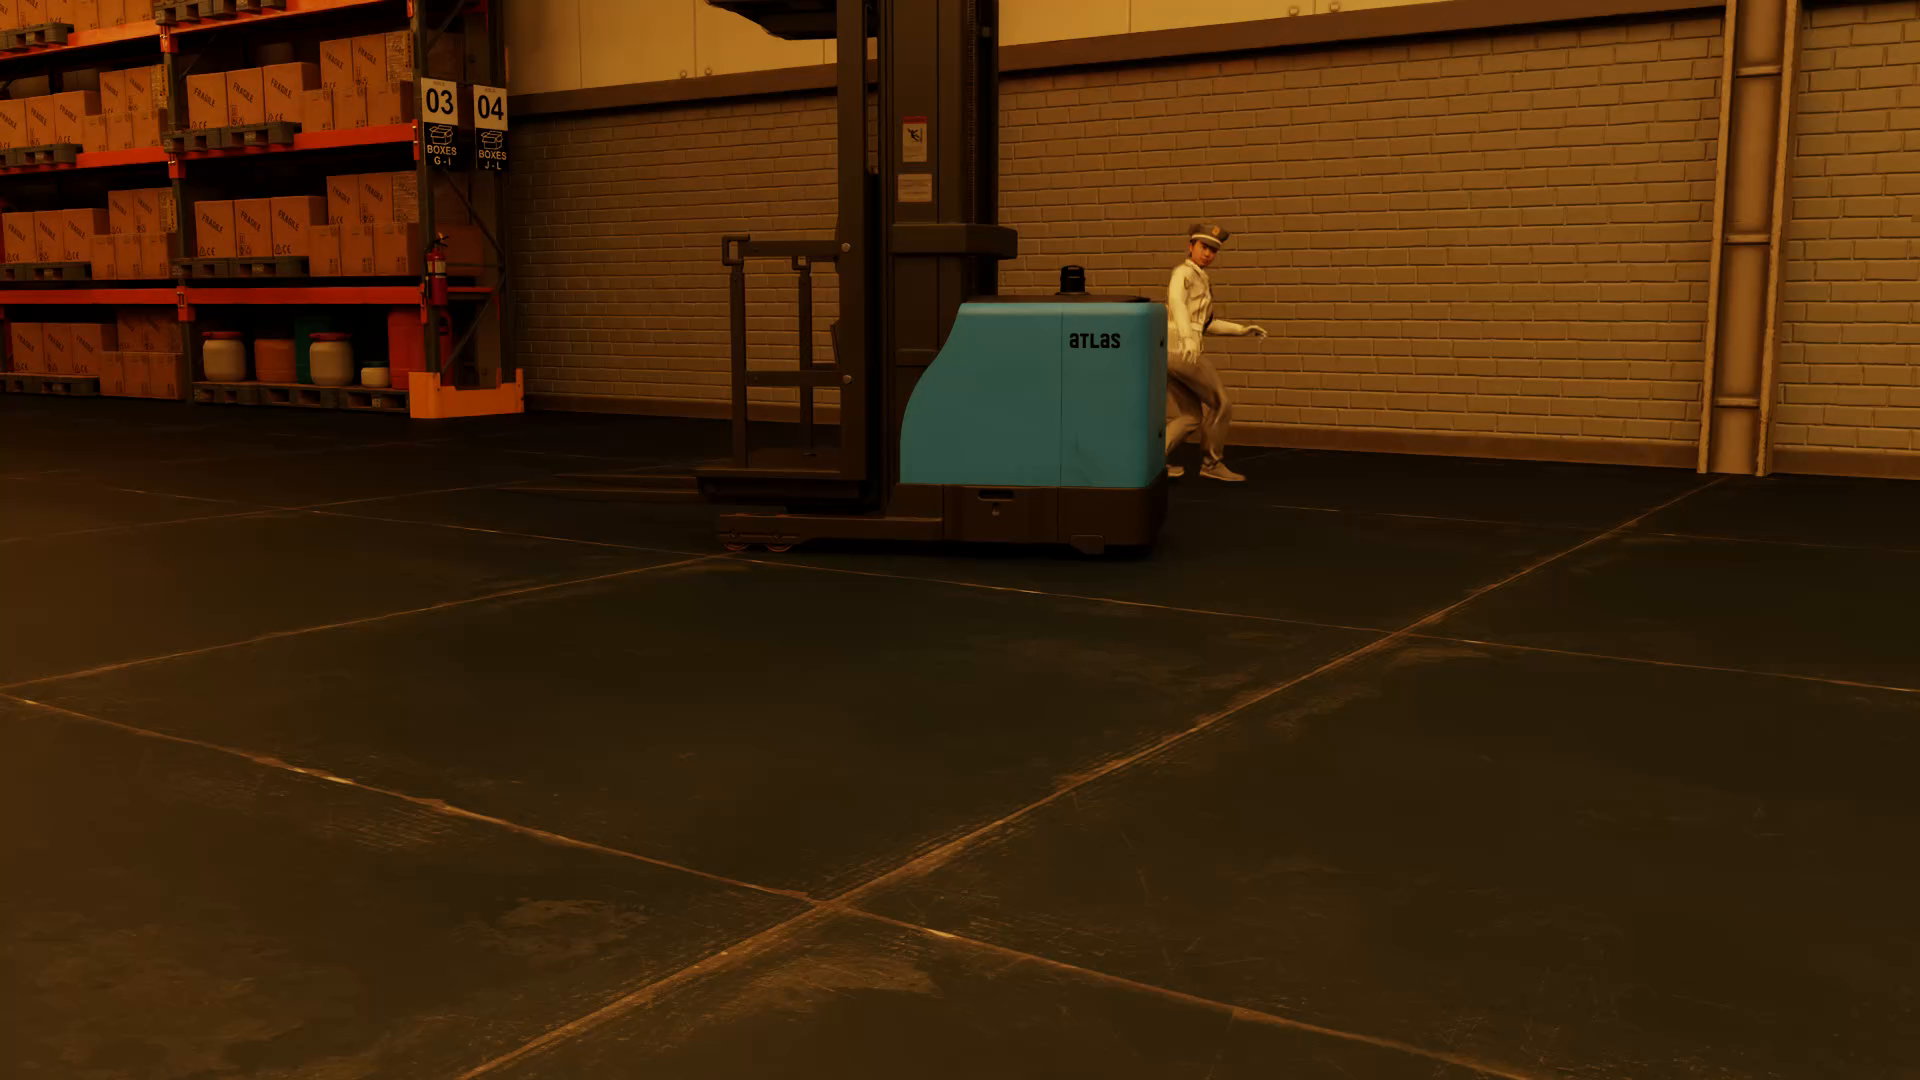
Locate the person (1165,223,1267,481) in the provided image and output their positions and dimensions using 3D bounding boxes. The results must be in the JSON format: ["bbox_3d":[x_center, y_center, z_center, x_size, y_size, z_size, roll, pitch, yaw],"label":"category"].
[{"bbox_3d":[1.472,-1.095,9.898,0.790,1.562,0.773,-1,8,-7],"label":"person"}]

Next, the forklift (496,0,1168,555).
[{"bbox_3d":[-0.596,-1.469,7.520,3.031,2.935,1.130,2,8,12],"label":"forklift"}]
